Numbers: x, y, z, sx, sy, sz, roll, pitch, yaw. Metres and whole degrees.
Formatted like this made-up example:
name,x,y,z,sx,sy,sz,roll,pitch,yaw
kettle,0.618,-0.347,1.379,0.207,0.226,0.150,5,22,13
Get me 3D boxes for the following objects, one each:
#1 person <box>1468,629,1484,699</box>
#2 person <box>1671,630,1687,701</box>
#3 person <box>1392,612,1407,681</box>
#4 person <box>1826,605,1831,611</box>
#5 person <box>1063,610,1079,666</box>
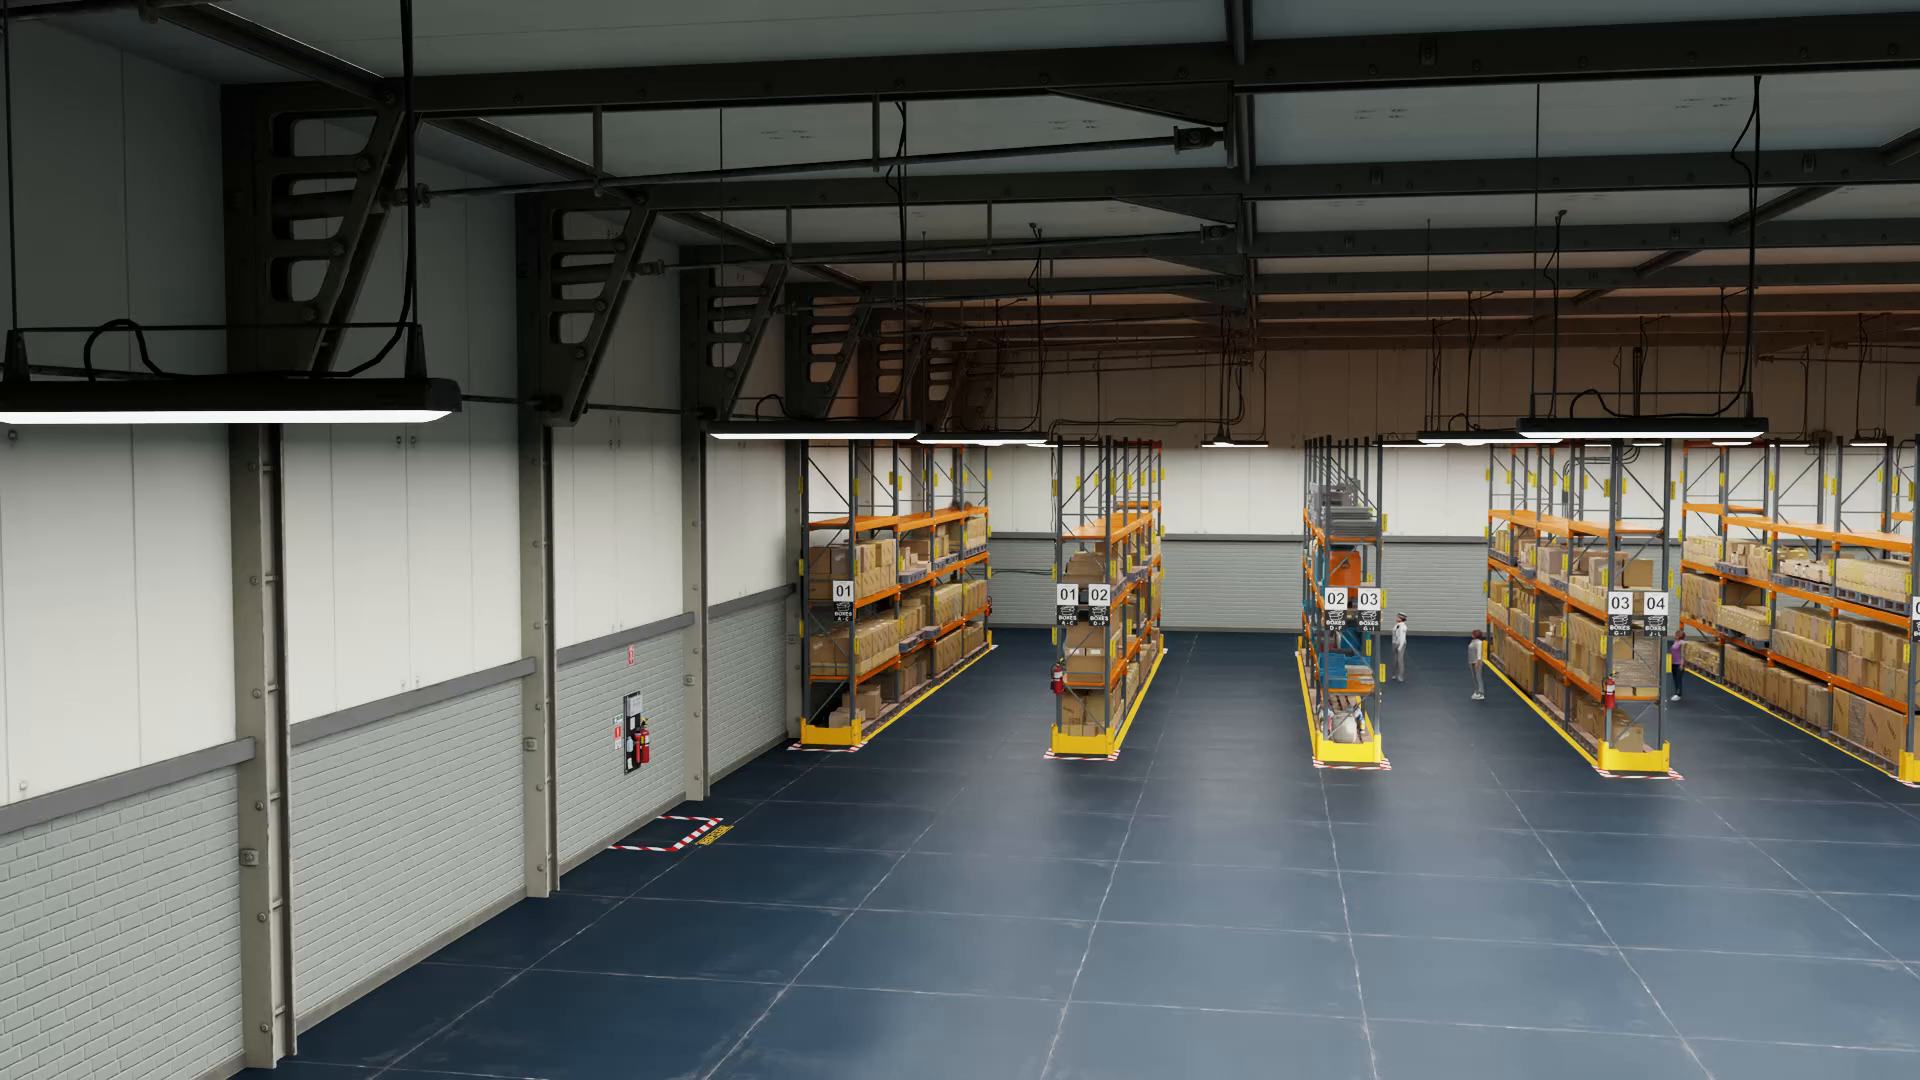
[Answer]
name,x,y,z,sx,sy,sz,roll,pitch,yaw
person,11.914,2.863,38.374,0.388,1.616,0.503,-1,3,-18
person,16.426,2.864,38.160,0.529,1.596,0.415,-1,3,-22
person,10.936,2.663,41.508,0.459,1.742,0.504,-1,3,-24
person,24.021,2.435,45.787,0.775,1.596,0.503,0,3,4
person,2.988,2.492,44.134,0.728,1.718,0.597,2,4,32
